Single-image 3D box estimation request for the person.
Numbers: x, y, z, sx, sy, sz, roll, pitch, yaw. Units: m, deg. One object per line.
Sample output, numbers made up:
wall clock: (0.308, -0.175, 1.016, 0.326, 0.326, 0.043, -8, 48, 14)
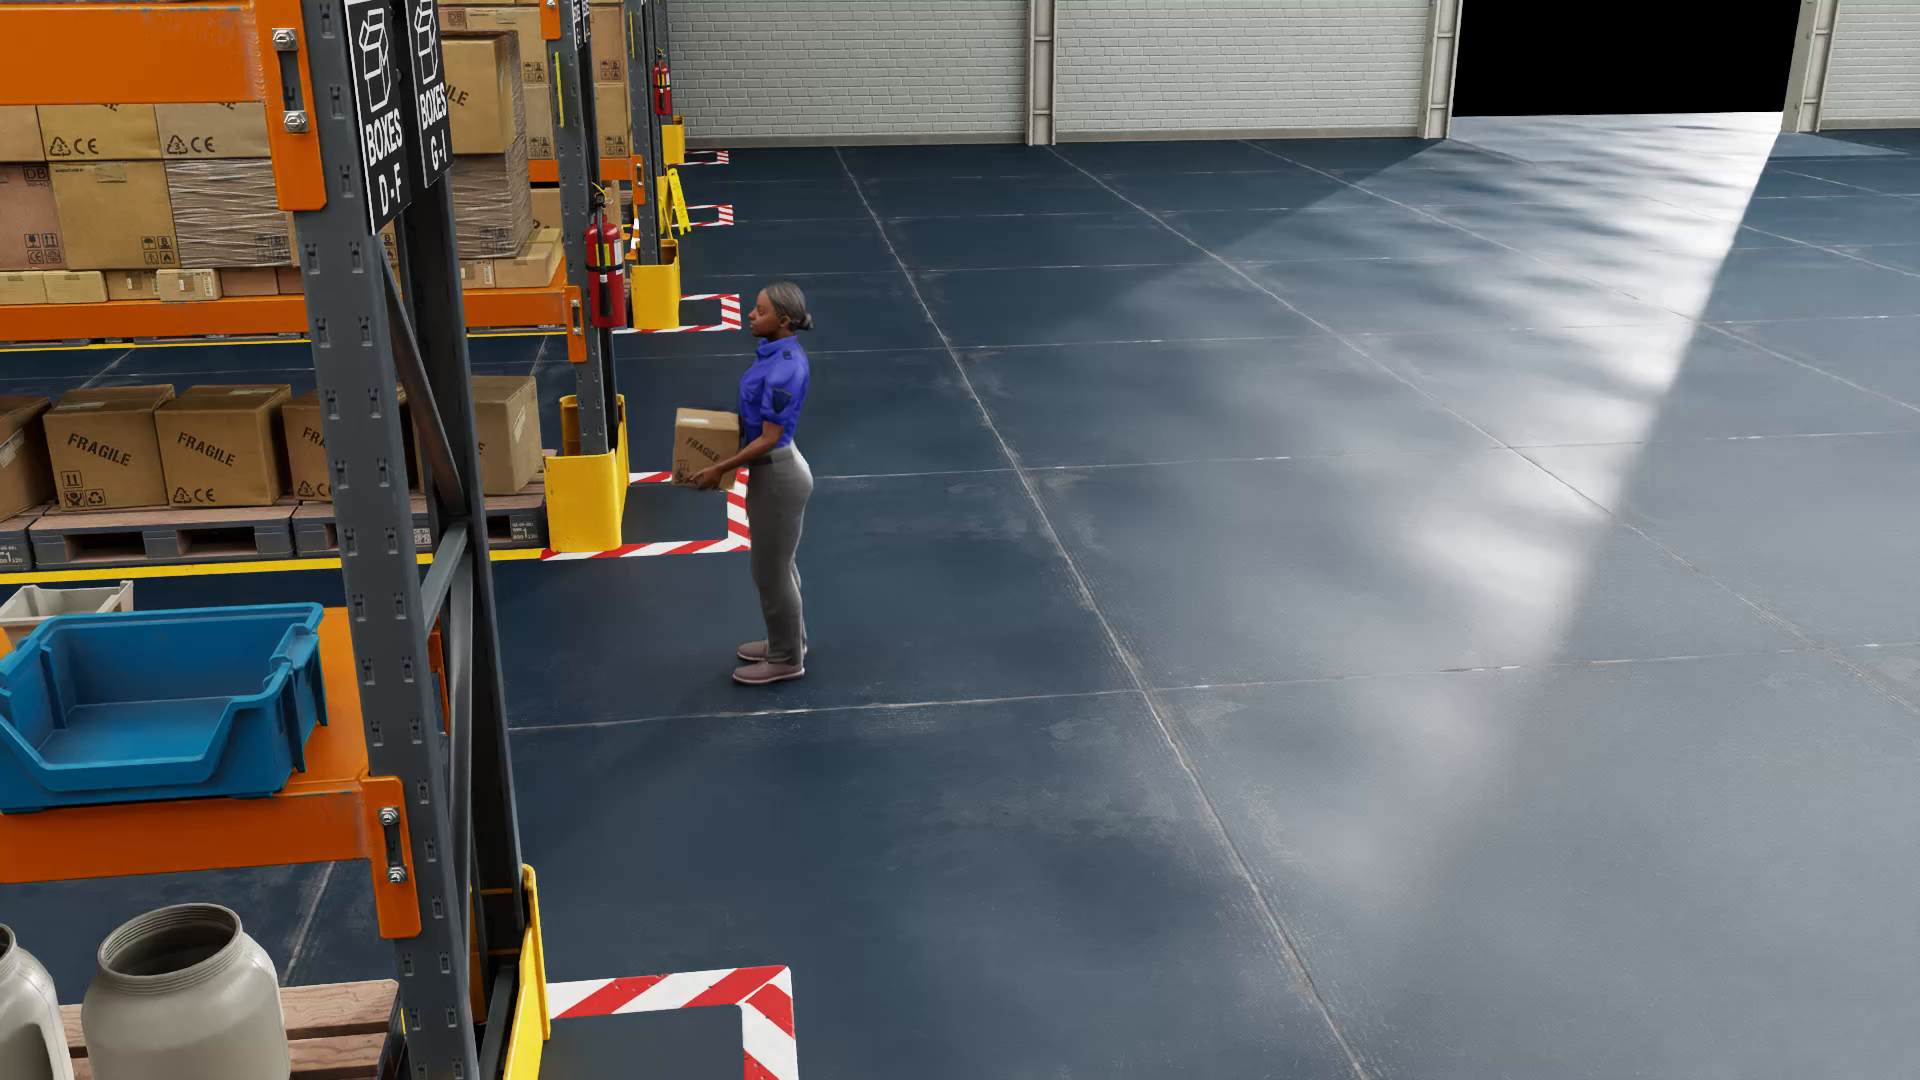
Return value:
person: (-0.827, -0.218, 6.680, 0.510, 1.653, 0.458, -4, 20, -10)
